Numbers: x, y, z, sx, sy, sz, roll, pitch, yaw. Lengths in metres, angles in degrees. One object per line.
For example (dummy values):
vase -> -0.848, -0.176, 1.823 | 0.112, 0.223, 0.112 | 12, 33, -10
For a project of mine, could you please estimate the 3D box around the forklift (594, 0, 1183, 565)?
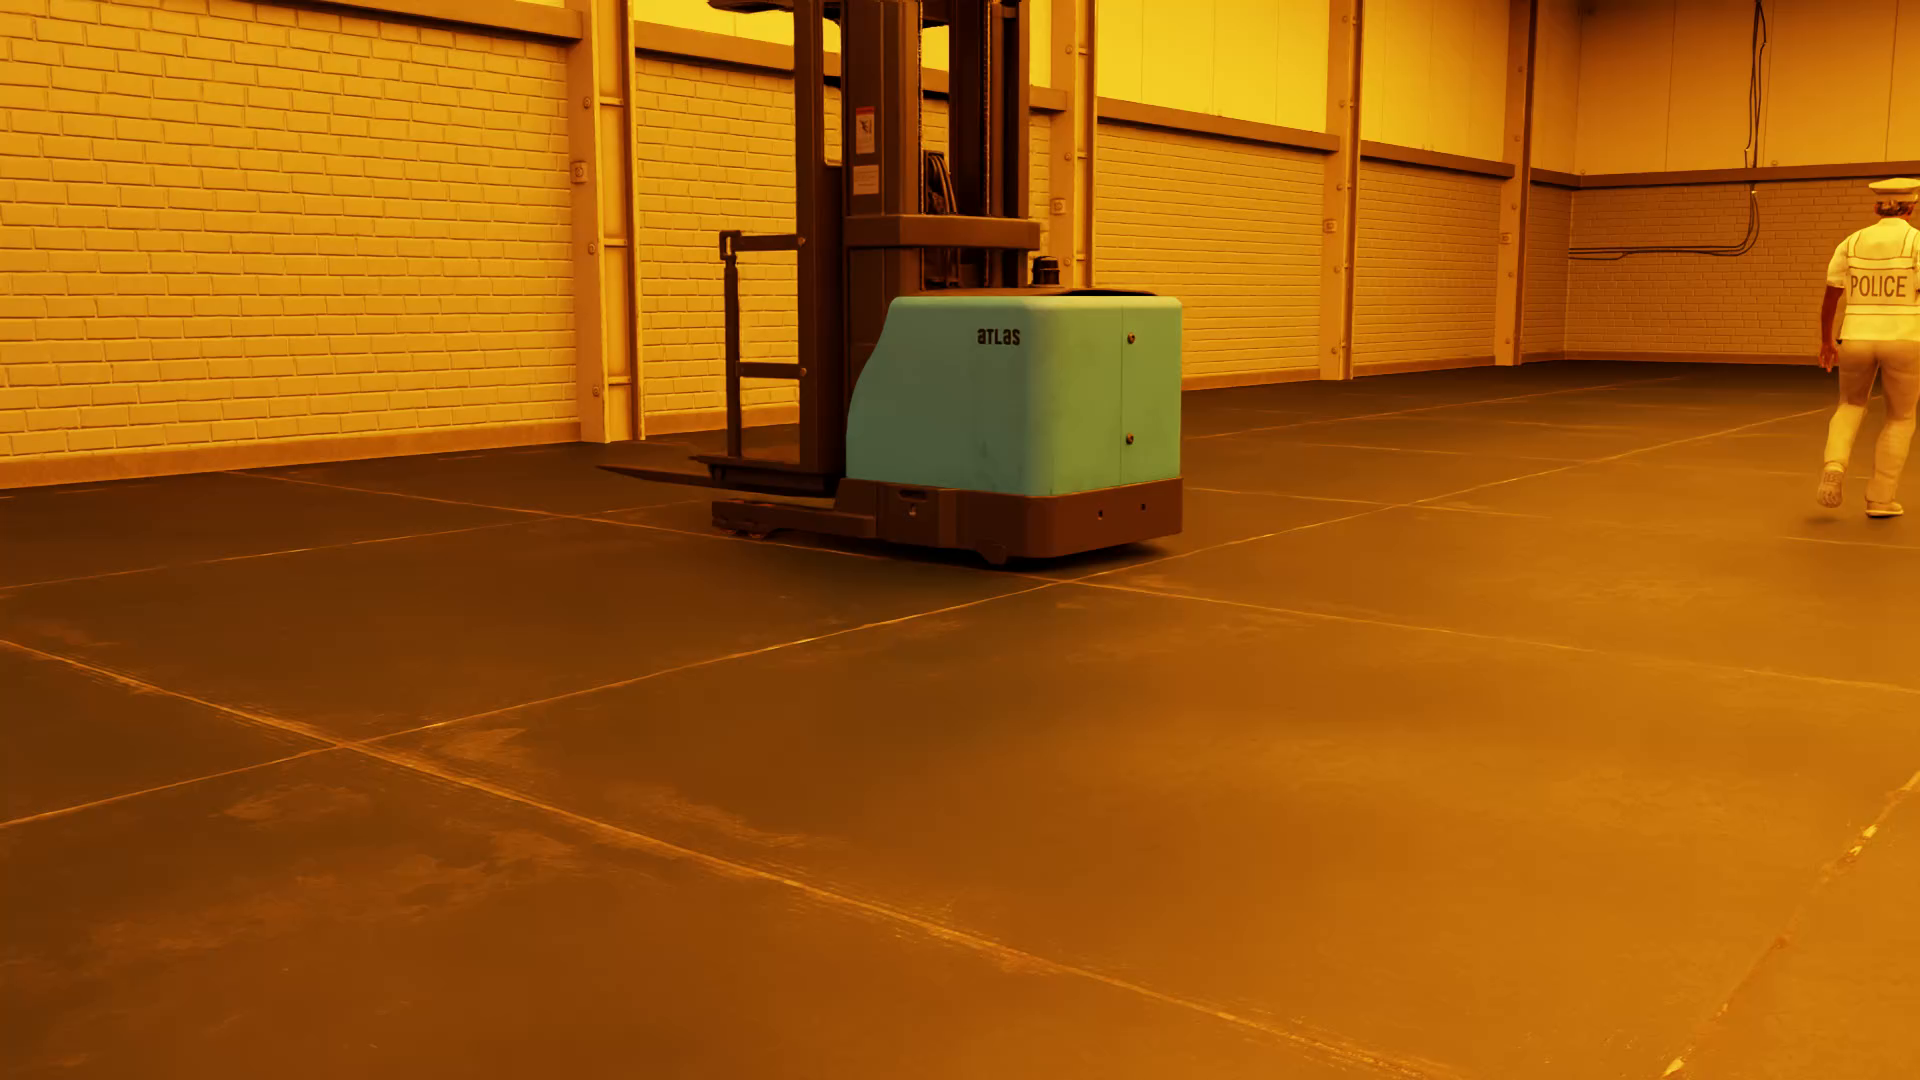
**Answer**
forklift -> -0.495, -1.502, 7.547 | 3.031, 2.935, 1.130 | 7, 11, 40

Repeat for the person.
person -> 4.547, -0.944, 8.191 | 0.444, 1.645, 0.604 | -8, 11, -43
